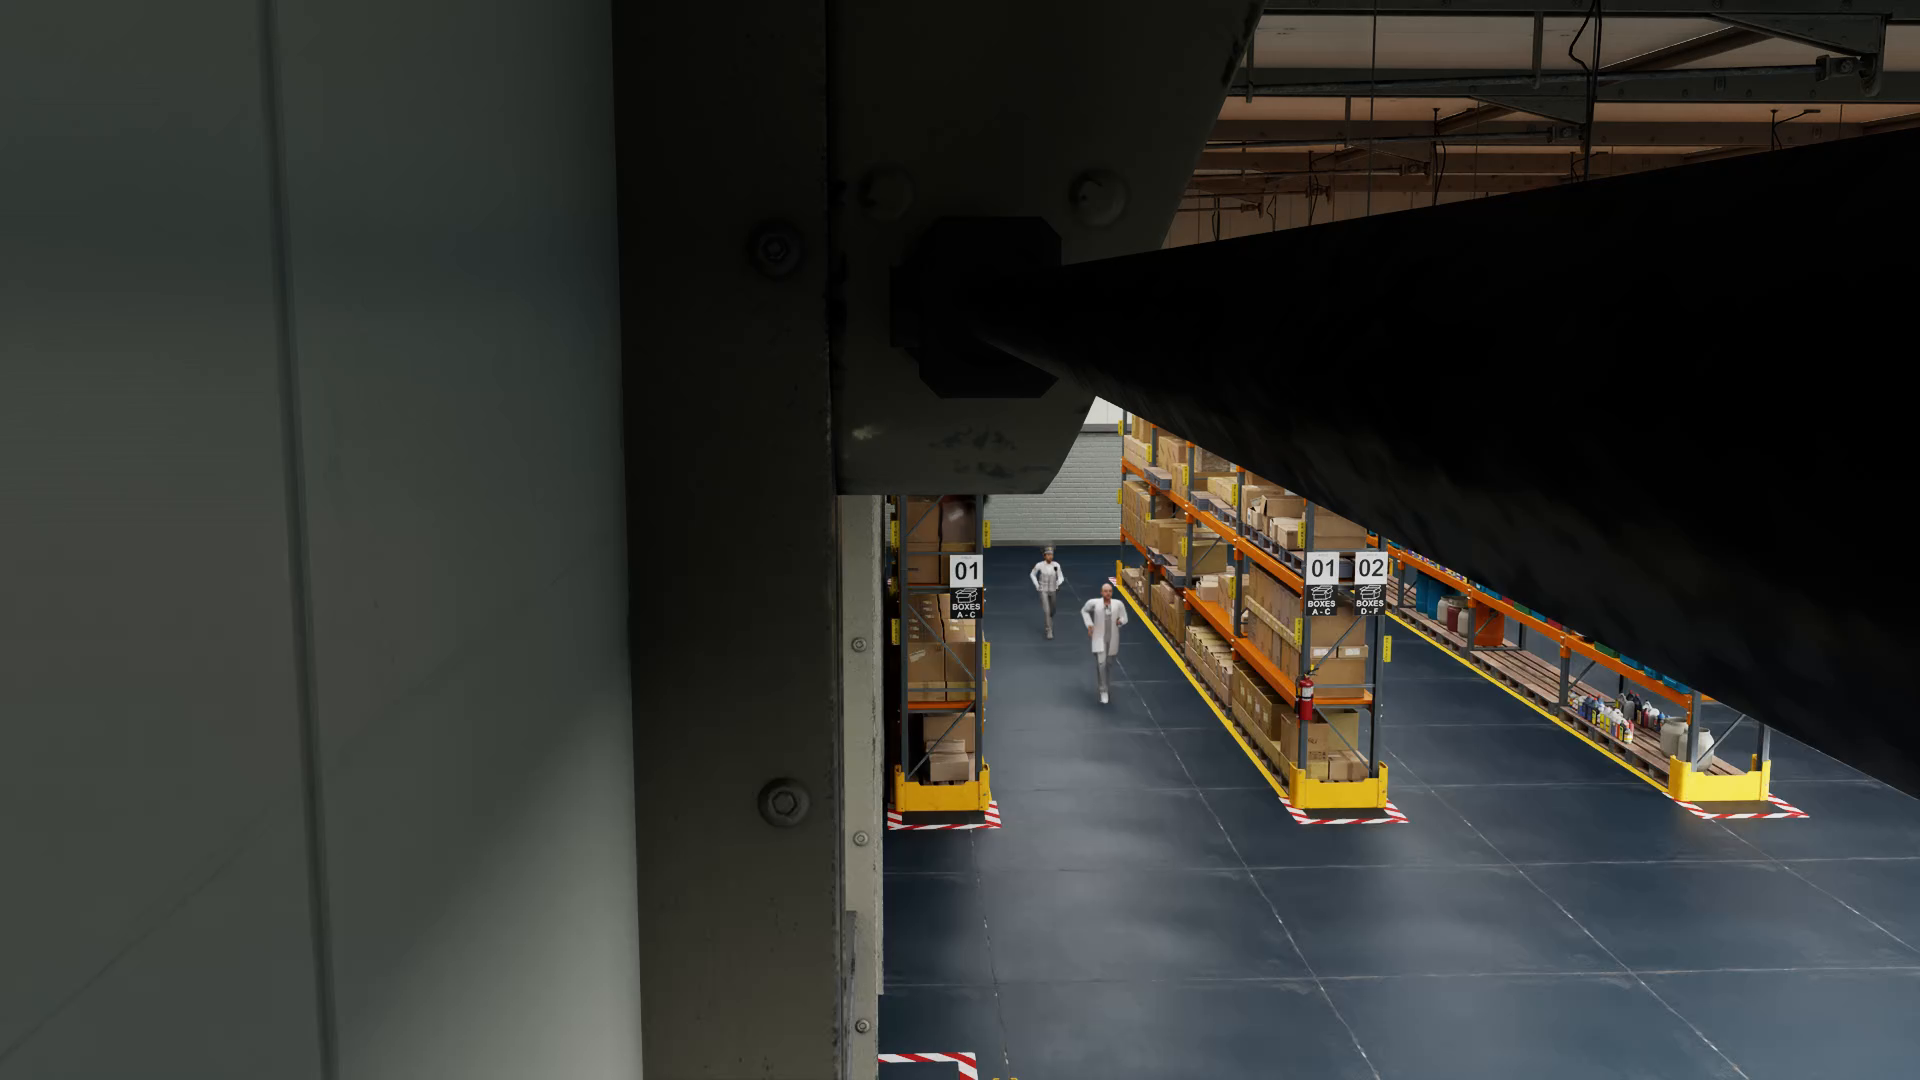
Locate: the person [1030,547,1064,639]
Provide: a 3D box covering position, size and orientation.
[{"bbox_3d":[1.620,0.947,30.919,0.621,1.670,0.859,-1,9,-10],"label":"person"}]

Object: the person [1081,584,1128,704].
[{"bbox_3d":[2.293,1.595,26.223,0.694,1.820,0.969,-1,9,-9],"label":"person"}]
